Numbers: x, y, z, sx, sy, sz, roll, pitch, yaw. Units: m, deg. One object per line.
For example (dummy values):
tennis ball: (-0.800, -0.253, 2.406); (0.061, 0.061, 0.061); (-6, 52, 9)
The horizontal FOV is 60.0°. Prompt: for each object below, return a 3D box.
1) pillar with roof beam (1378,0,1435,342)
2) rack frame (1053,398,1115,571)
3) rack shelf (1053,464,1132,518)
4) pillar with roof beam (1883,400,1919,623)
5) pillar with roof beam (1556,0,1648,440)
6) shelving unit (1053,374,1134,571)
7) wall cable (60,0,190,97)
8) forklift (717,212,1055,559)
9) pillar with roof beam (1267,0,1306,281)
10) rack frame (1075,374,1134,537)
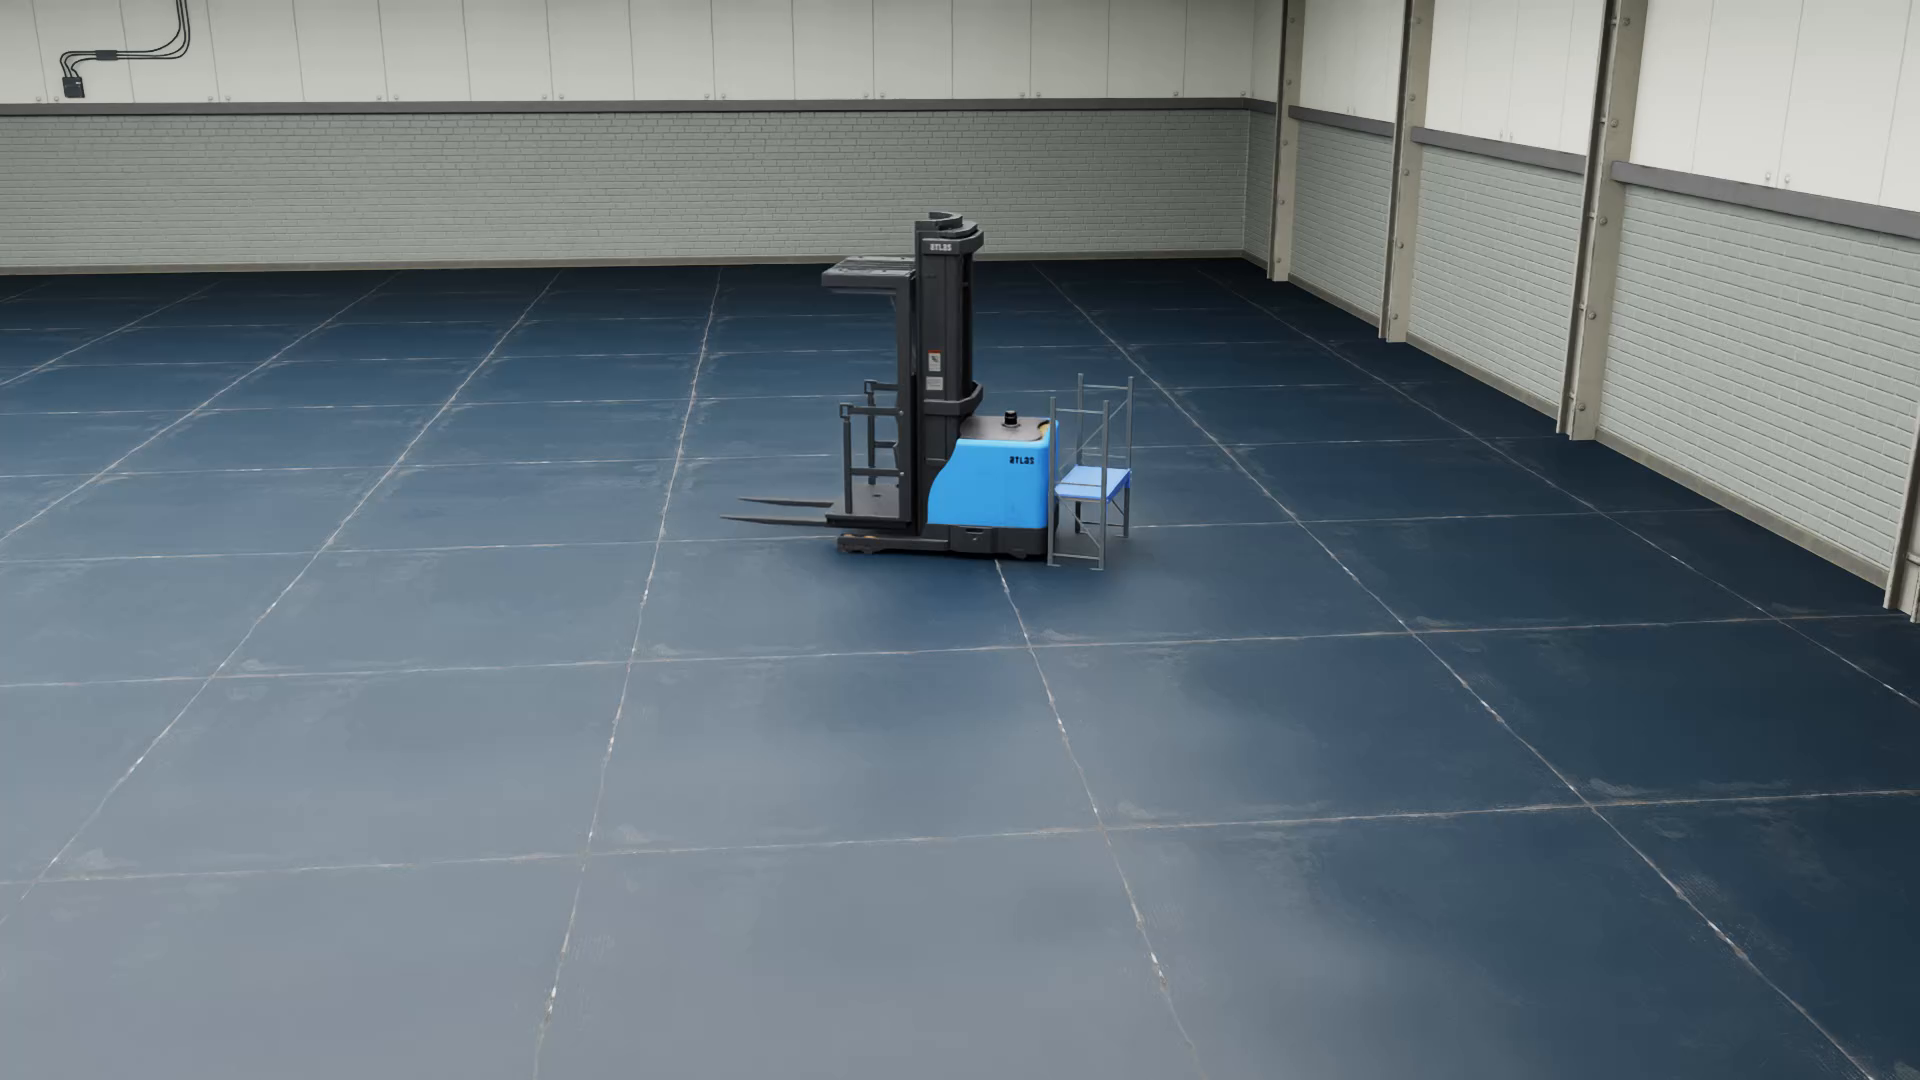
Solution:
pillar with roof beam: (2.162, -7.142, 22.977); (9.100, 9.000, 0.400); (-2, 18, -6)
rack frame: (1.057, -0.467, 14.234); (0.500, 1.500, 0.032); (4, 18, 14)
rack shelf: (1.184, -0.443, 14.757); (0.538, 0.185, 1.000); (4, 18, 14)
pillar with roof beam: (3.400, -3.567, 11.589); (9.100, 9.000, 0.400); (-2, 18, -6)
pillar with roof beam: (2.781, -5.355, 17.283); (9.100, 9.000, 0.400); (-2, 18, -6)
shelving unit: (1.184, -0.614, 14.703); (0.538, 1.500, 1.048); (4, 18, 14)
wall cable: (-15.051, -10.920, 29.331); (2.305, 6.003, 0.169); (-2, 18, -6)
forklift: (-0.657, -1.391, 14.787); (3.031, 2.935, 1.130); (0, 17, -1)
pillar with roof beam: (1.543, -8.930, 28.671); (9.100, 9.000, 0.400); (-2, 18, -6)
rack frame: (1.312, -0.762, 15.173); (0.500, 1.500, 0.032); (4, 18, 14)
